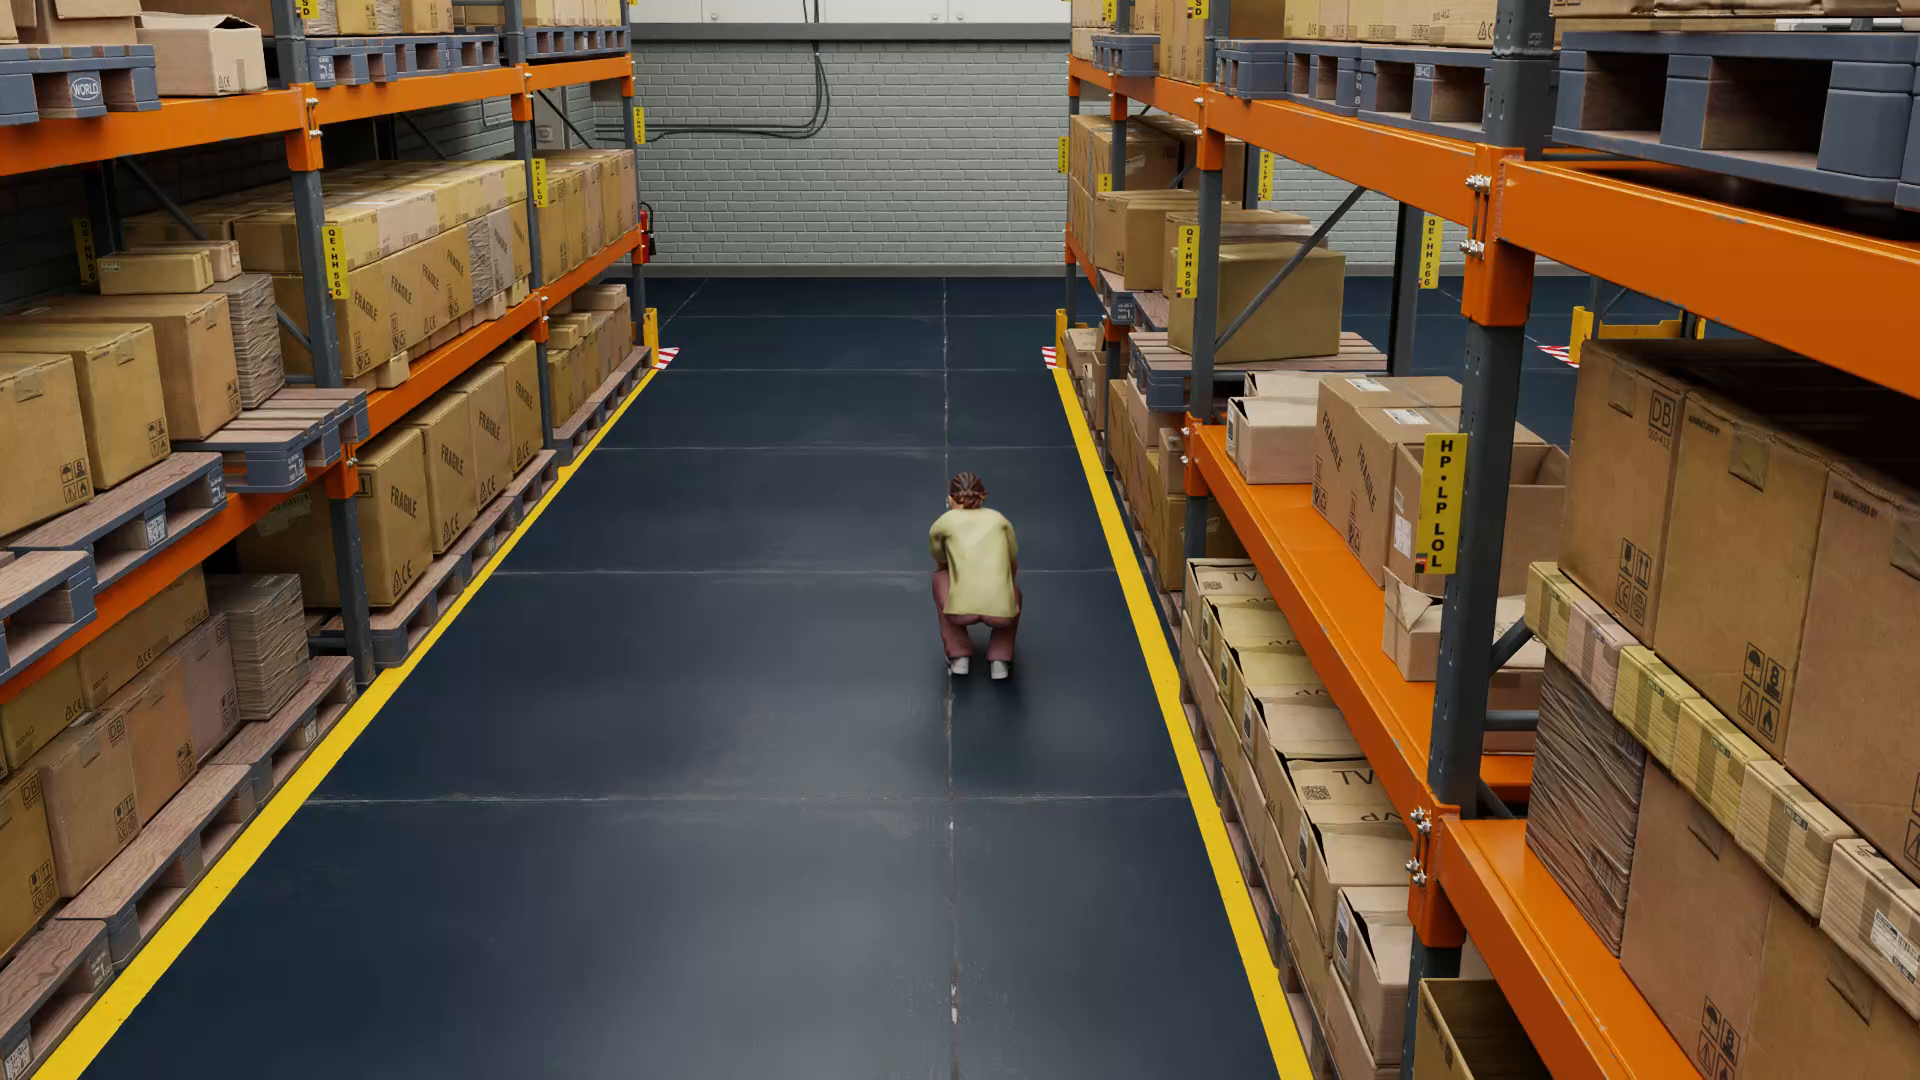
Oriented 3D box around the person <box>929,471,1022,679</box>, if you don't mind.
[{"bbox_3d":[0.080,0.163,8.293,0.471,0.933,0.802,0,17,0],"label":"person"}]
